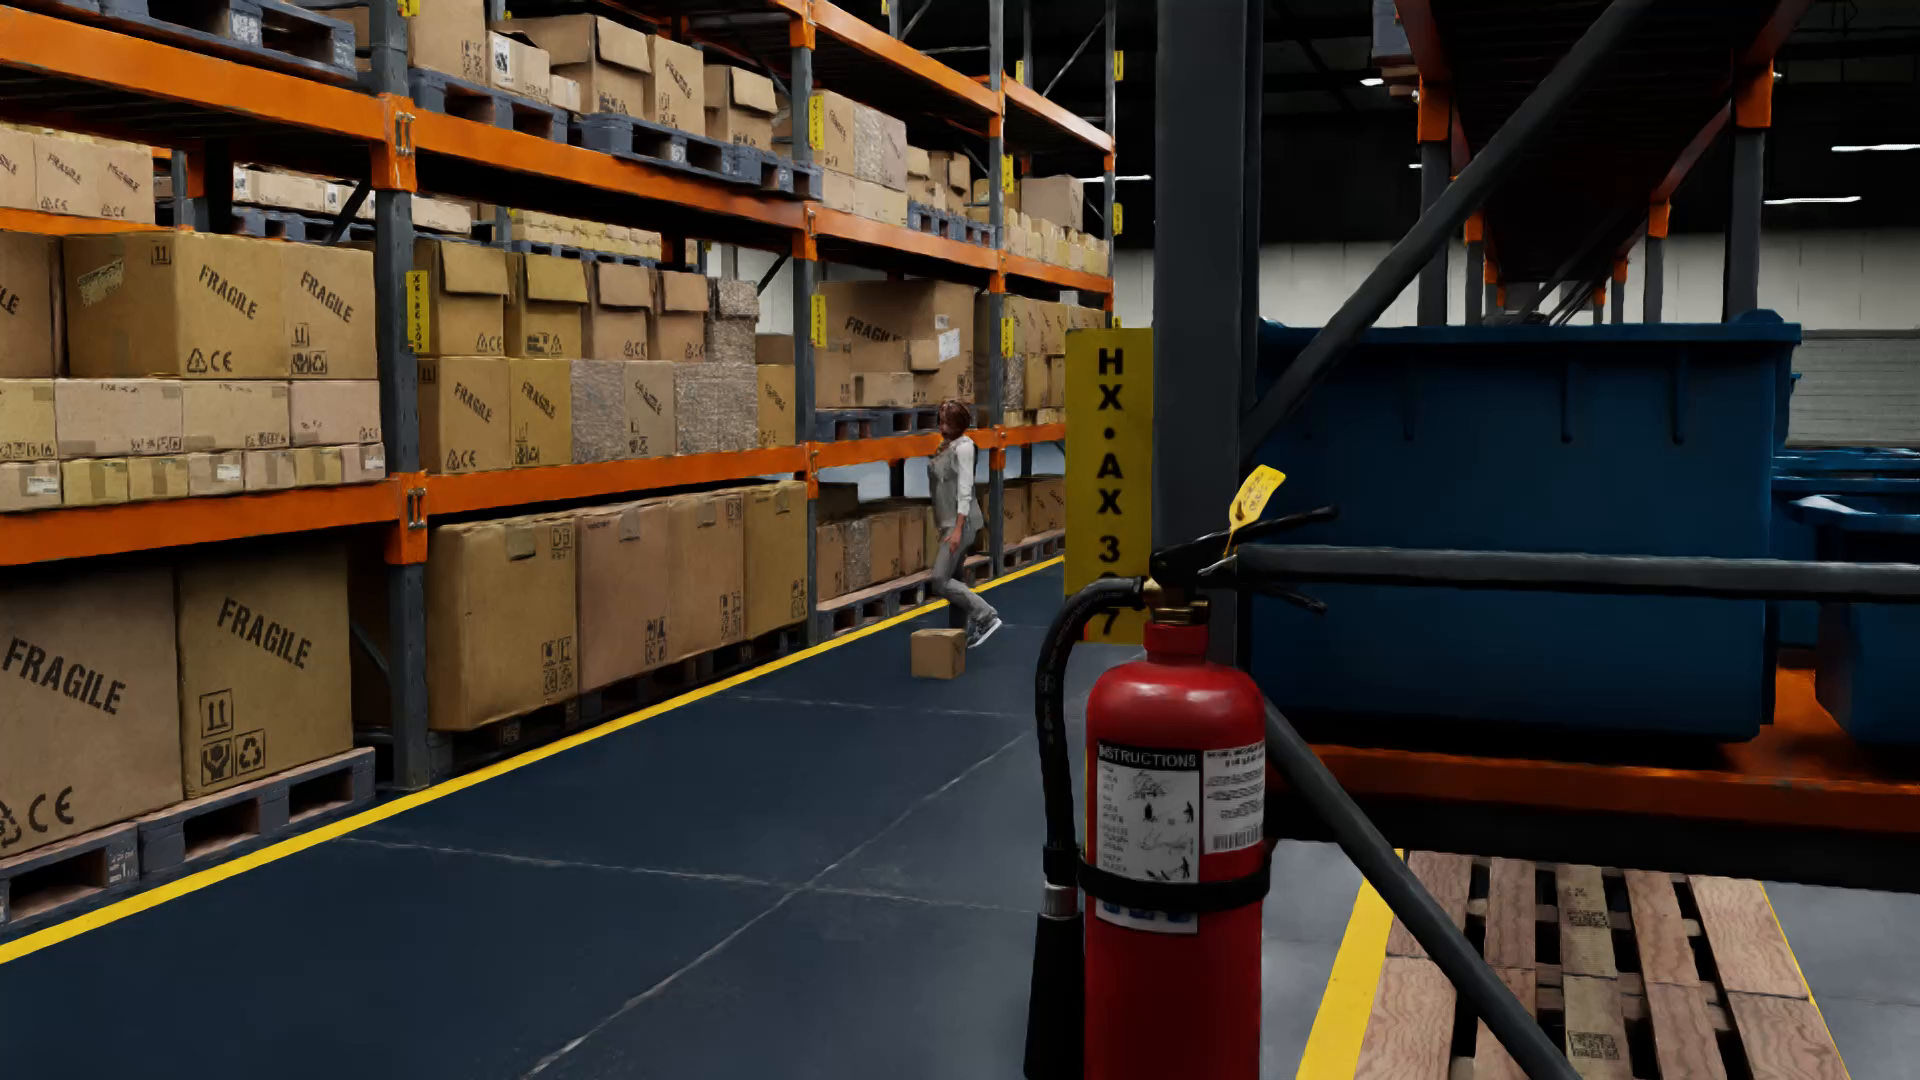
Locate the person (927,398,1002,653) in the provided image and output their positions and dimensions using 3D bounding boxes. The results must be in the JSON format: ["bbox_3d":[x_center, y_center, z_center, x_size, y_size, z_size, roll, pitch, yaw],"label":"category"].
[{"bbox_3d":[0.015,-0.066,10.021,0.454,1.582,0.510,-1,6,-14],"label":"person"}]
